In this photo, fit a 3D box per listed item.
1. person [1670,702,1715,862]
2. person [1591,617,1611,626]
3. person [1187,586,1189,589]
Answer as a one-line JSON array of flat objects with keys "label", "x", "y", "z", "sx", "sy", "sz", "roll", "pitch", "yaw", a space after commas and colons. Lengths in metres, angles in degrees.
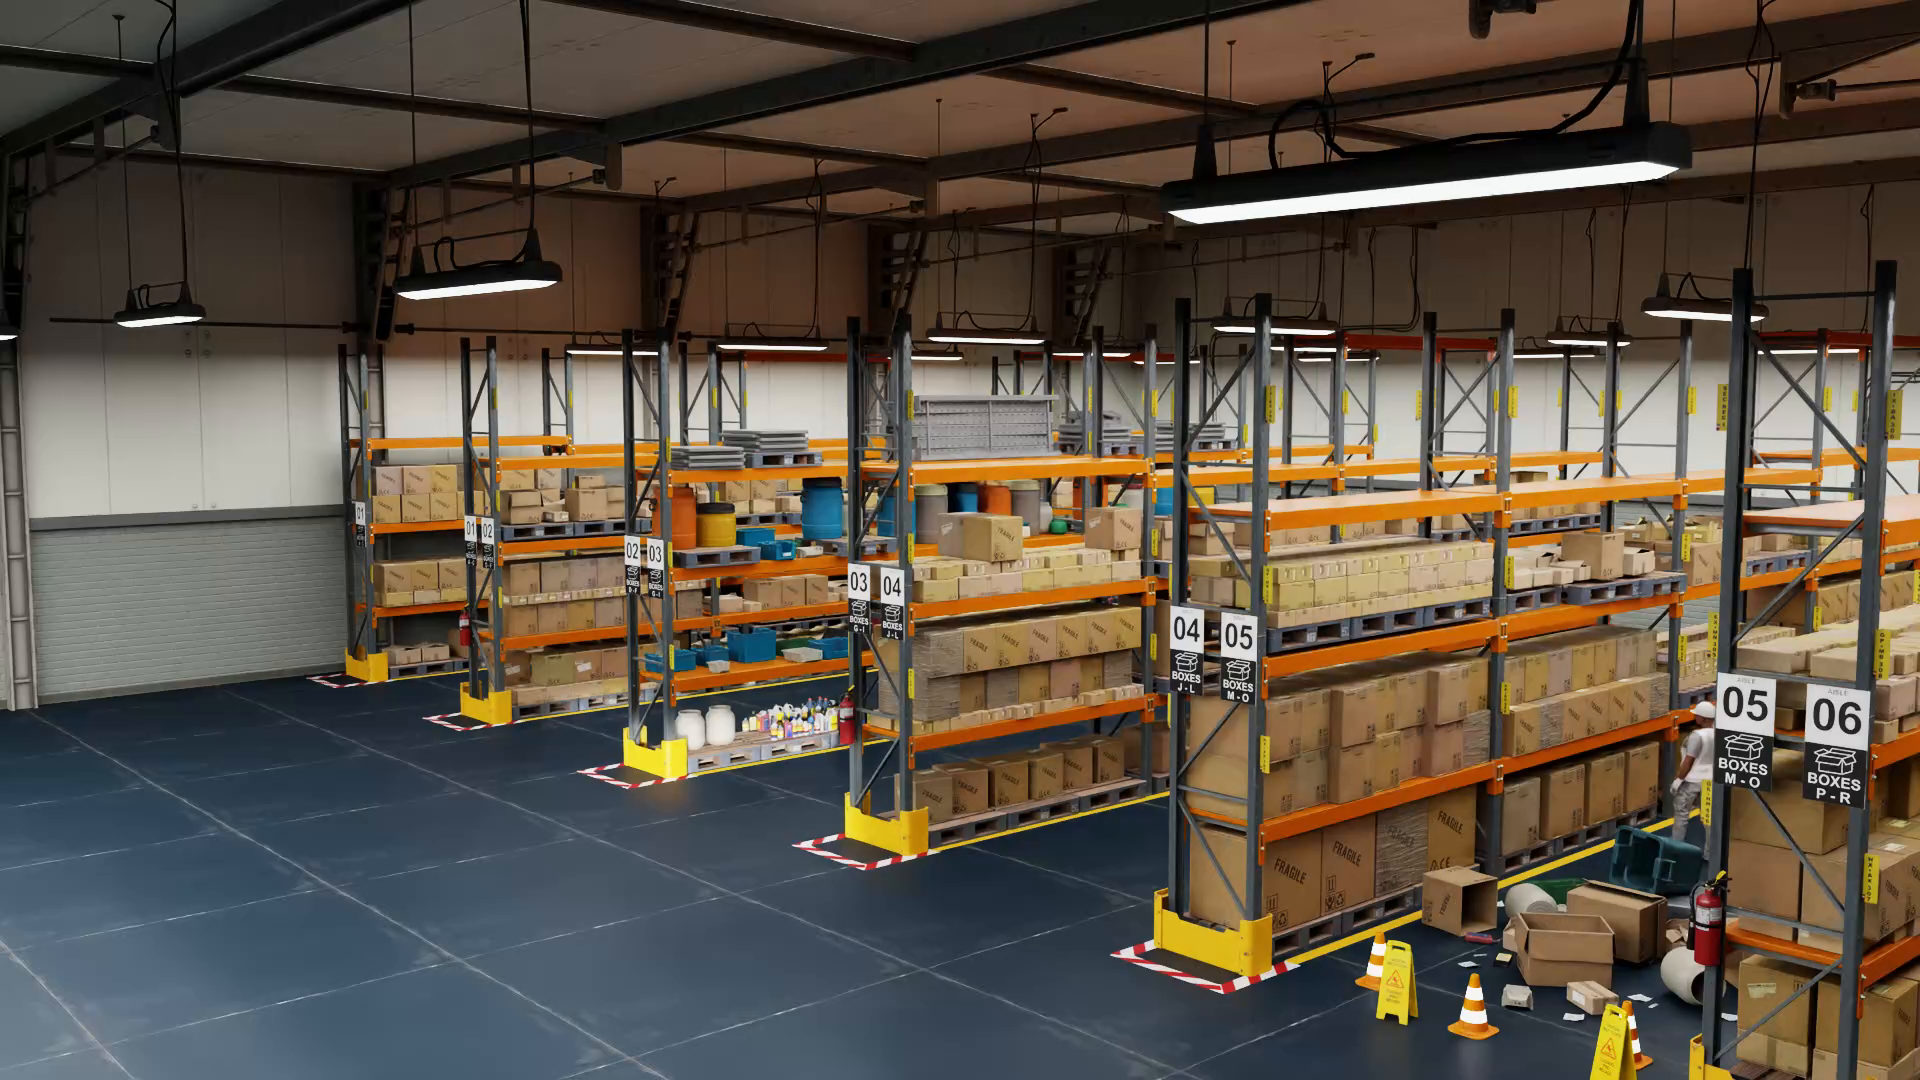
[{"label": "person", "x": 8.098, "y": 2.653, "z": 18.259, "sx": 0.632, "sy": 1.788, "sz": 0.494, "roll": -1, "pitch": 5, "yaw": -8}, {"label": "person", "x": 10.284, "y": 1.924, "z": 26.709, "sx": 1.048, "sy": 1.671, "sz": 0.520, "roll": -5, "pitch": 7, "yaw": -44}, {"label": "person", "x": 4.413, "y": 1.264, "z": 34.001, "sx": 0.959, "sy": 1.641, "sz": 0.617, "roll": -5, "pitch": 7, "yaw": -43}]
